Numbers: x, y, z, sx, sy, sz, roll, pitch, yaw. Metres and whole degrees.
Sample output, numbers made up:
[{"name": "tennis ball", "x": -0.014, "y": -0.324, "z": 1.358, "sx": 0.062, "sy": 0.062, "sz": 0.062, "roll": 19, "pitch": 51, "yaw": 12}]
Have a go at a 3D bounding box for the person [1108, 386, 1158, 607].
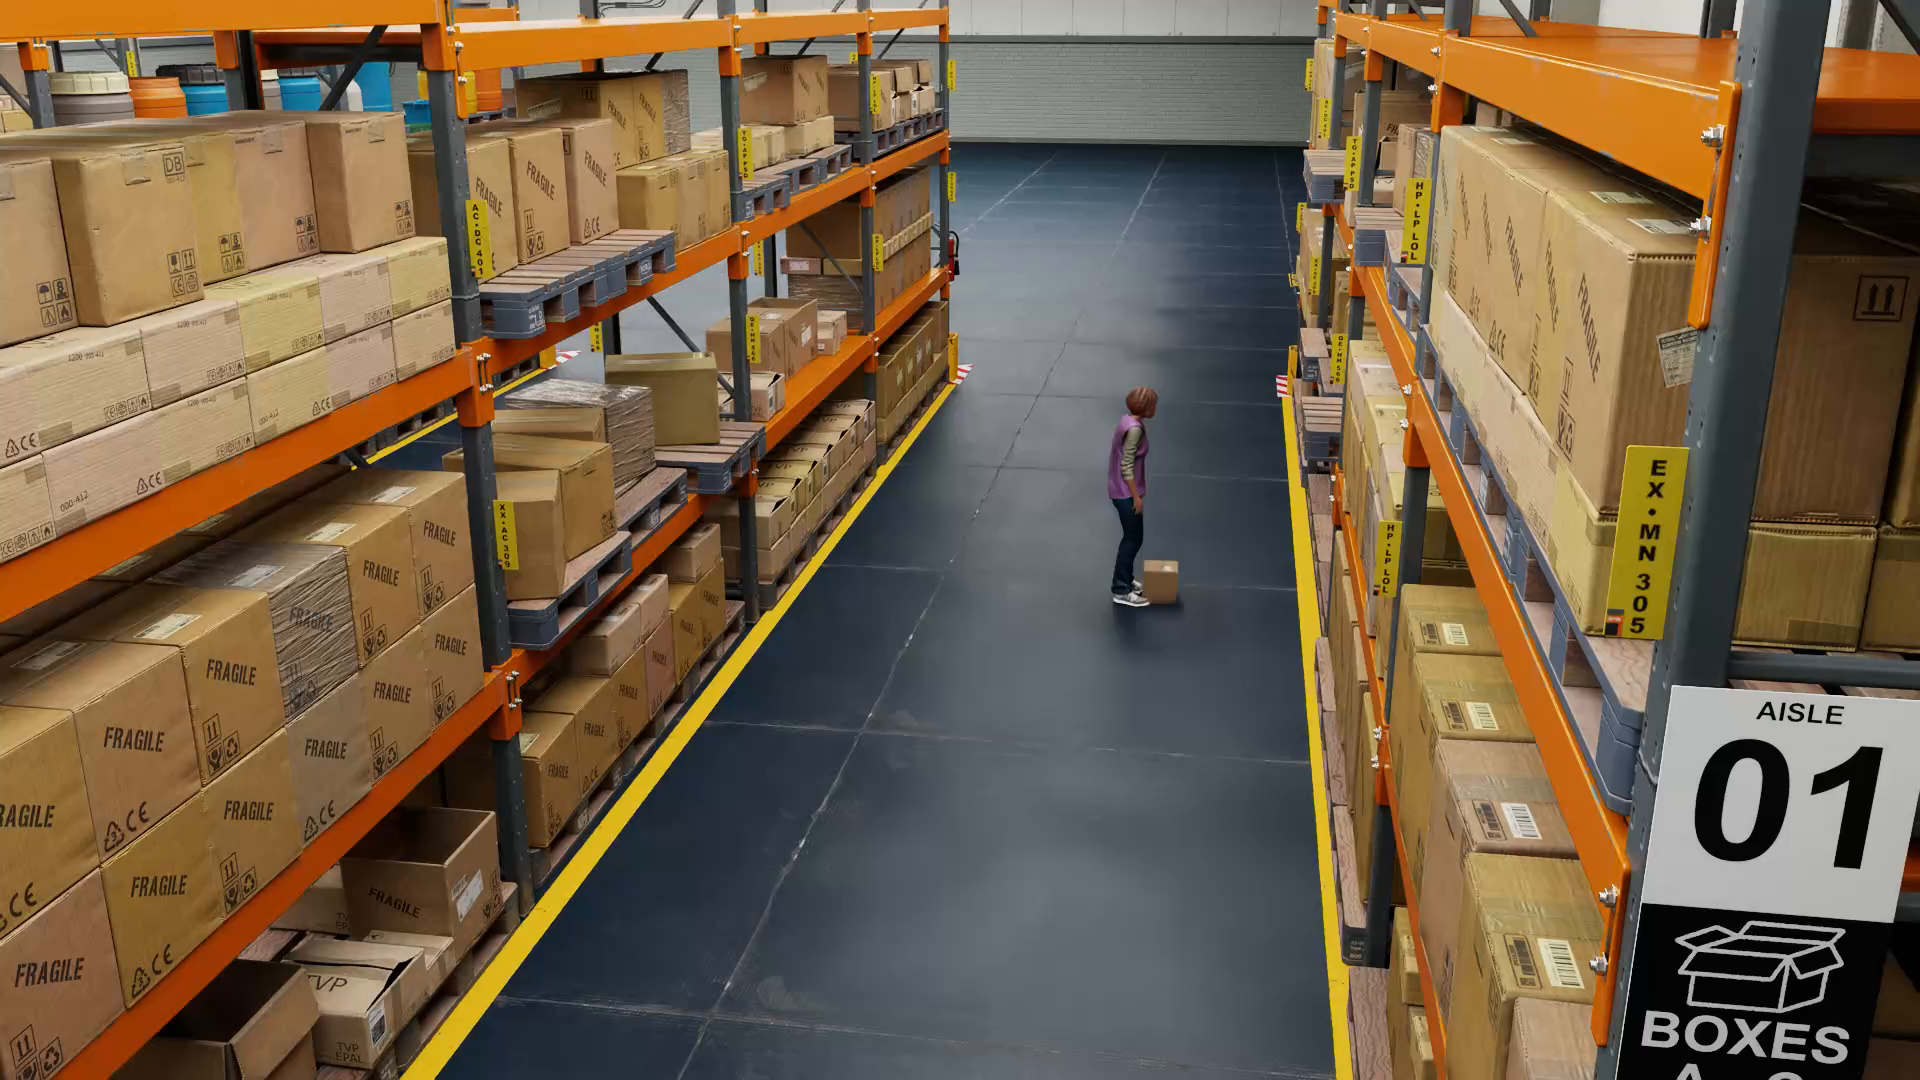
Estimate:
[{"name": "person", "x": 1.244, "y": -0.335, "z": 12.093, "sx": 0.342, "sy": 1.593, "sz": 0.461, "roll": 2, "pitch": 18, "yaw": 7}]
